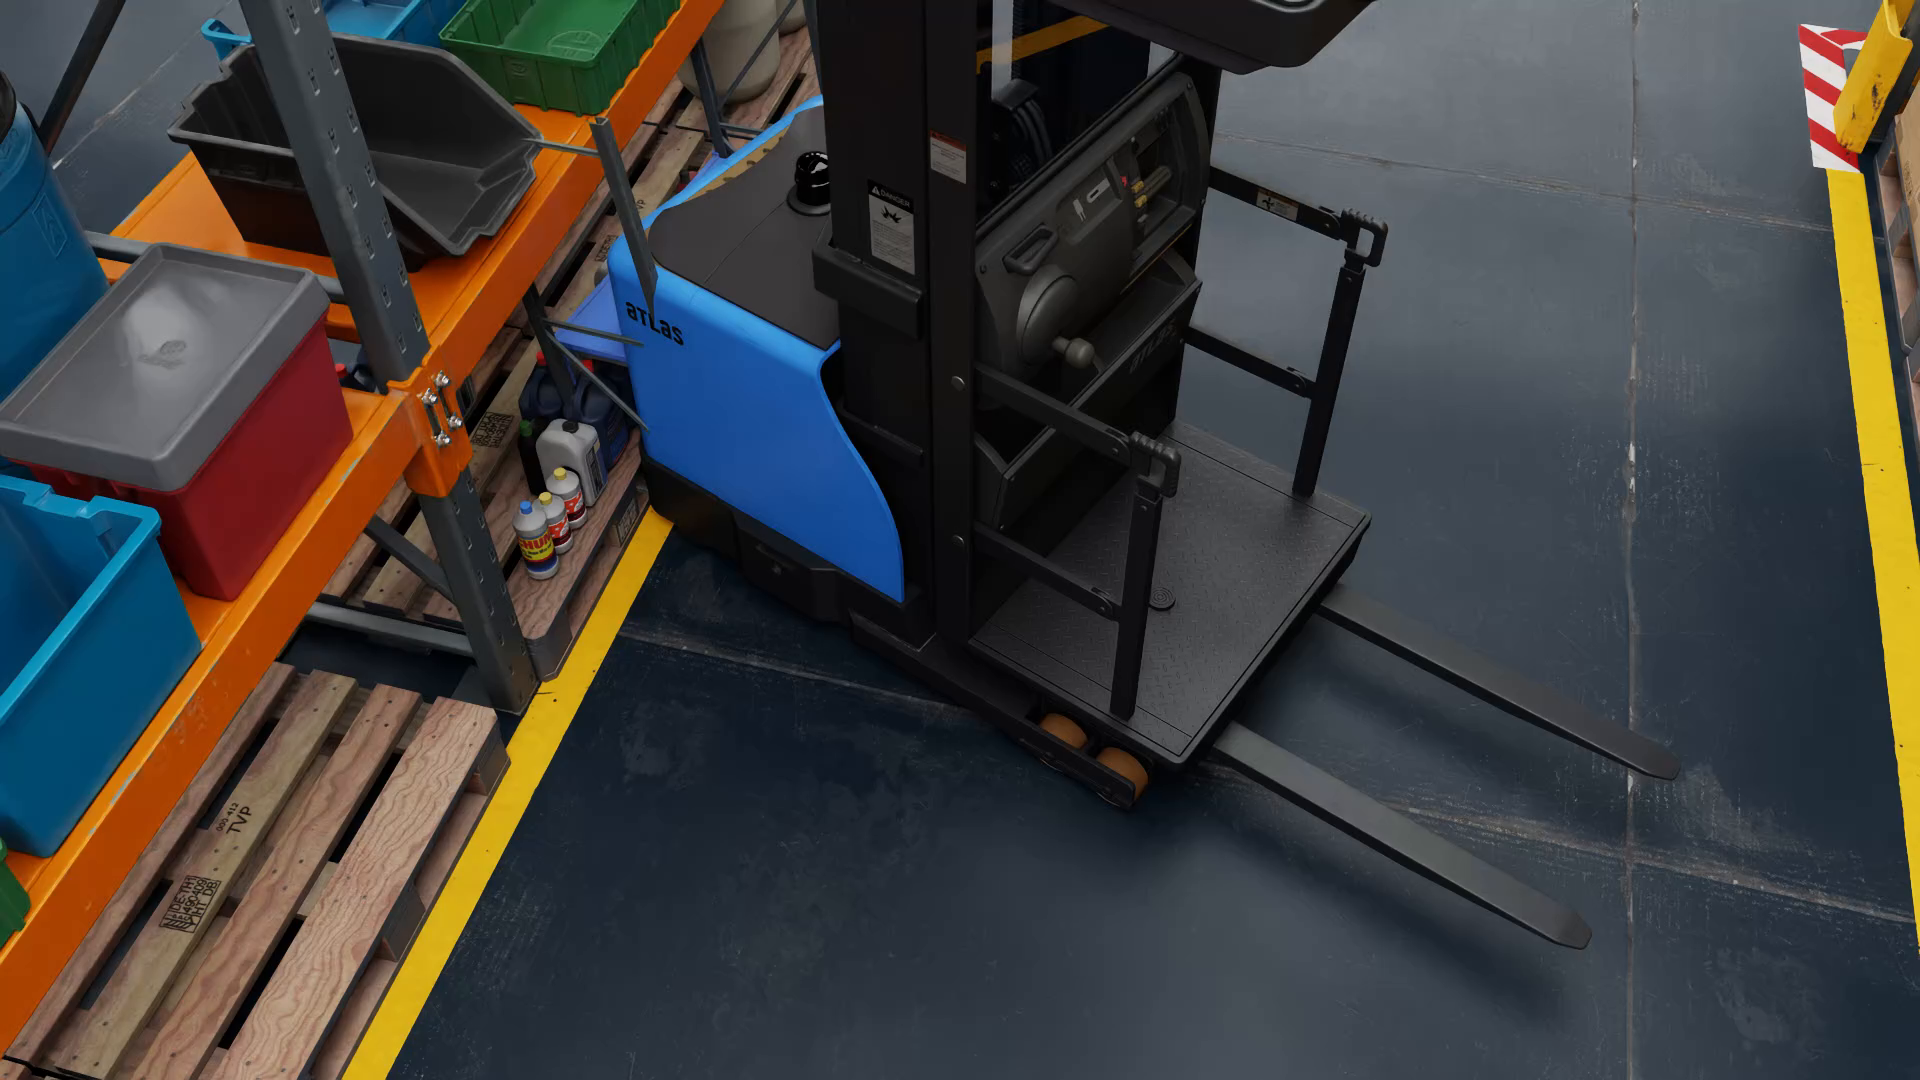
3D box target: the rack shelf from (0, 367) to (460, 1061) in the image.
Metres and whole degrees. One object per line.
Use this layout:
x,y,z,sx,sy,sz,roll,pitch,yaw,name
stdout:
-2.258,1.062,2.792,1.077,0.370,4.000,12,50,10,rack shelf

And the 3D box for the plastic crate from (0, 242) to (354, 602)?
-1.563,-0.233,3.412,0.402,0.464,0.583,12,50,10,plastic crate

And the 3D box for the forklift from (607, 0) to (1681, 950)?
0.503,-0.693,3.907,3.031,2.935,1.130,29,55,23,forklift

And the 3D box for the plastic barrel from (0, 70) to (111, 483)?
-2.125,-0.569,3.417,0.600,0.901,0.708,12,50,10,plastic barrel

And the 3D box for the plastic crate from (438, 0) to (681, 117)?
-1.102,-1.479,4.696,0.450,0.188,0.662,12,50,10,plastic crate

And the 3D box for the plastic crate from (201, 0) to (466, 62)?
-1.702,-1.427,4.608,0.499,0.251,0.616,12,50,10,plastic crate

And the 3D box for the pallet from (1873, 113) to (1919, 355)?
3.938,-1.051,6.037,1.003,0.211,1.213,12,50,10,pallet

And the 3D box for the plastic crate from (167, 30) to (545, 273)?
-1.471,-0.955,4.134,0.767,0.338,0.504,12,50,10,plastic crate

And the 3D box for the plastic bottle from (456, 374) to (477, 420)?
-1.640,-0.517,5.229,0.152,0.276,0.135,12,50,10,plastic bottle

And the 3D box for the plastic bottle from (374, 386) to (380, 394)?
-1.701,-0.386,5.063,0.144,0.351,0.185,12,50,10,plastic bottle

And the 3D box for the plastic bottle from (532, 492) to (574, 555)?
-1.198,-0.060,4.875,0.097,0.201,0.097,0,49,0,plastic bottle

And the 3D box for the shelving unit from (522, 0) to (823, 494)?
-0.795,-0.933,5.011,0.538,1.500,1.048,15,51,21,shelving unit

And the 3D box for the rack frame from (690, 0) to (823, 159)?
-0.582,-1.288,5.307,0.500,1.500,0.032,15,51,21,rack frame

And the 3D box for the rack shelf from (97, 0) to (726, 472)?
-1.205,-1.831,5.345,1.077,0.370,4.000,12,50,10,rack shelf

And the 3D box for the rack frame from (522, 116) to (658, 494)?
-1.008,-0.579,4.716,0.500,1.500,0.032,15,51,21,rack frame

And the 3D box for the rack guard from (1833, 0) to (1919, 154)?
4.106,-1.726,6.440,1.175,0.500,0.348,12,50,10,rack guard

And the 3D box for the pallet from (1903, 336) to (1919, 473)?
3.615,-0.172,5.261,1.003,0.211,1.213,12,50,10,pallet

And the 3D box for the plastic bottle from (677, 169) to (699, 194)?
-0.935,-1.191,5.819,0.061,0.283,0.133,12,50,10,plastic bottle

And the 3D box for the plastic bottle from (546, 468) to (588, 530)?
-1.171,-0.133,4.940,0.097,0.201,0.097,0,49,0,plastic bottle

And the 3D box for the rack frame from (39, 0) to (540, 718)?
-1.731,-0.622,3.799,1.000,3.000,0.127,12,50,10,rack frame

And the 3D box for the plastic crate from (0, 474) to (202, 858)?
-1.721,0.242,3.046,0.392,0.384,0.575,12,50,10,plastic crate

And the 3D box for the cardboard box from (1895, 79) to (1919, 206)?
3.744,-1.421,6.057,0.500,0.250,0.500,12,50,10,cardboard box

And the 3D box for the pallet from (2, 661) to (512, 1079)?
-1.900,0.876,4.336,1.003,0.211,1.213,12,50,10,pallet

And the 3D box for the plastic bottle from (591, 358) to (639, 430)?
-1.069,-0.530,5.190,0.144,0.351,0.185,10,49,8,plastic bottle

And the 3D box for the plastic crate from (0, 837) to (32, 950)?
-1.917,0.763,2.717,0.450,0.188,0.662,12,50,10,plastic crate

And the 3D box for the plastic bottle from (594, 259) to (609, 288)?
-1.106,-0.824,5.500,0.152,0.276,0.135,12,50,10,plastic bottle

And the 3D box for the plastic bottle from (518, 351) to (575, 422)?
-1.258,-0.422,5.095,0.144,0.351,0.185,12,50,10,plastic bottle

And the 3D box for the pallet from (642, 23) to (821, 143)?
-0.872,-1.942,6.823,1.003,0.211,1.213,12,50,10,pallet

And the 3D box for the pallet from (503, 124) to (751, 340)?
-1.195,-1.063,6.047,1.003,0.211,1.213,12,50,10,pallet

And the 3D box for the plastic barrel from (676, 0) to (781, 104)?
-0.910,-1.978,6.374,0.421,0.512,0.421,0,49,0,plastic barrel

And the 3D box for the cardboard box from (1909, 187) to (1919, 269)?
3.615,-1.058,5.737,0.500,0.250,0.500,12,50,10,cardboard box

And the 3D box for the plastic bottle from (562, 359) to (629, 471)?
-1.118,-0.393,5.070,0.144,0.351,0.185,13,50,11,plastic bottle

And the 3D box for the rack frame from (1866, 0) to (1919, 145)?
4.099,-2.536,5.487,1.000,3.000,0.127,12,50,10,rack frame

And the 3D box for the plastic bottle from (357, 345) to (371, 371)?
-1.789,-0.553,5.211,0.144,0.351,0.185,9,49,8,plastic bottle

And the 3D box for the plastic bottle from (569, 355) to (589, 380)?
-1.197,-0.496,5.213,0.097,0.271,0.097,0,49,0,plastic bottle

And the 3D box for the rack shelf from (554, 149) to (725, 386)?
-0.775,-0.812,5.142,0.538,0.185,1.000,15,51,21,rack shelf

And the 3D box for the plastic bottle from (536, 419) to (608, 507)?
-1.166,-0.250,4.993,0.152,0.276,0.135,13,50,11,plastic bottle

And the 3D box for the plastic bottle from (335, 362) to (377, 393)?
-1.840,-0.414,5.088,0.144,0.351,0.185,10,49,9,plastic bottle

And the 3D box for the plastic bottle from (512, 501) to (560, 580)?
-1.224,-0.009,4.784,0.097,0.271,0.097,0,49,0,plastic bottle

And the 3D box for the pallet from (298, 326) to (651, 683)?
-1.514,-0.177,5.266,1.003,0.211,1.213,12,50,10,pallet

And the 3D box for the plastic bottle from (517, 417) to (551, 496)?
-1.269,-0.273,5.009,0.061,0.283,0.133,12,50,10,plastic bottle

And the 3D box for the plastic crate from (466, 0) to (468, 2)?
-1.548,-1.760,4.978,0.530,0.136,0.437,12,50,10,plastic crate

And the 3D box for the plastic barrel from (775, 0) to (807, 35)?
-0.778,-2.340,6.694,0.421,0.512,0.421,0,49,0,plastic barrel
